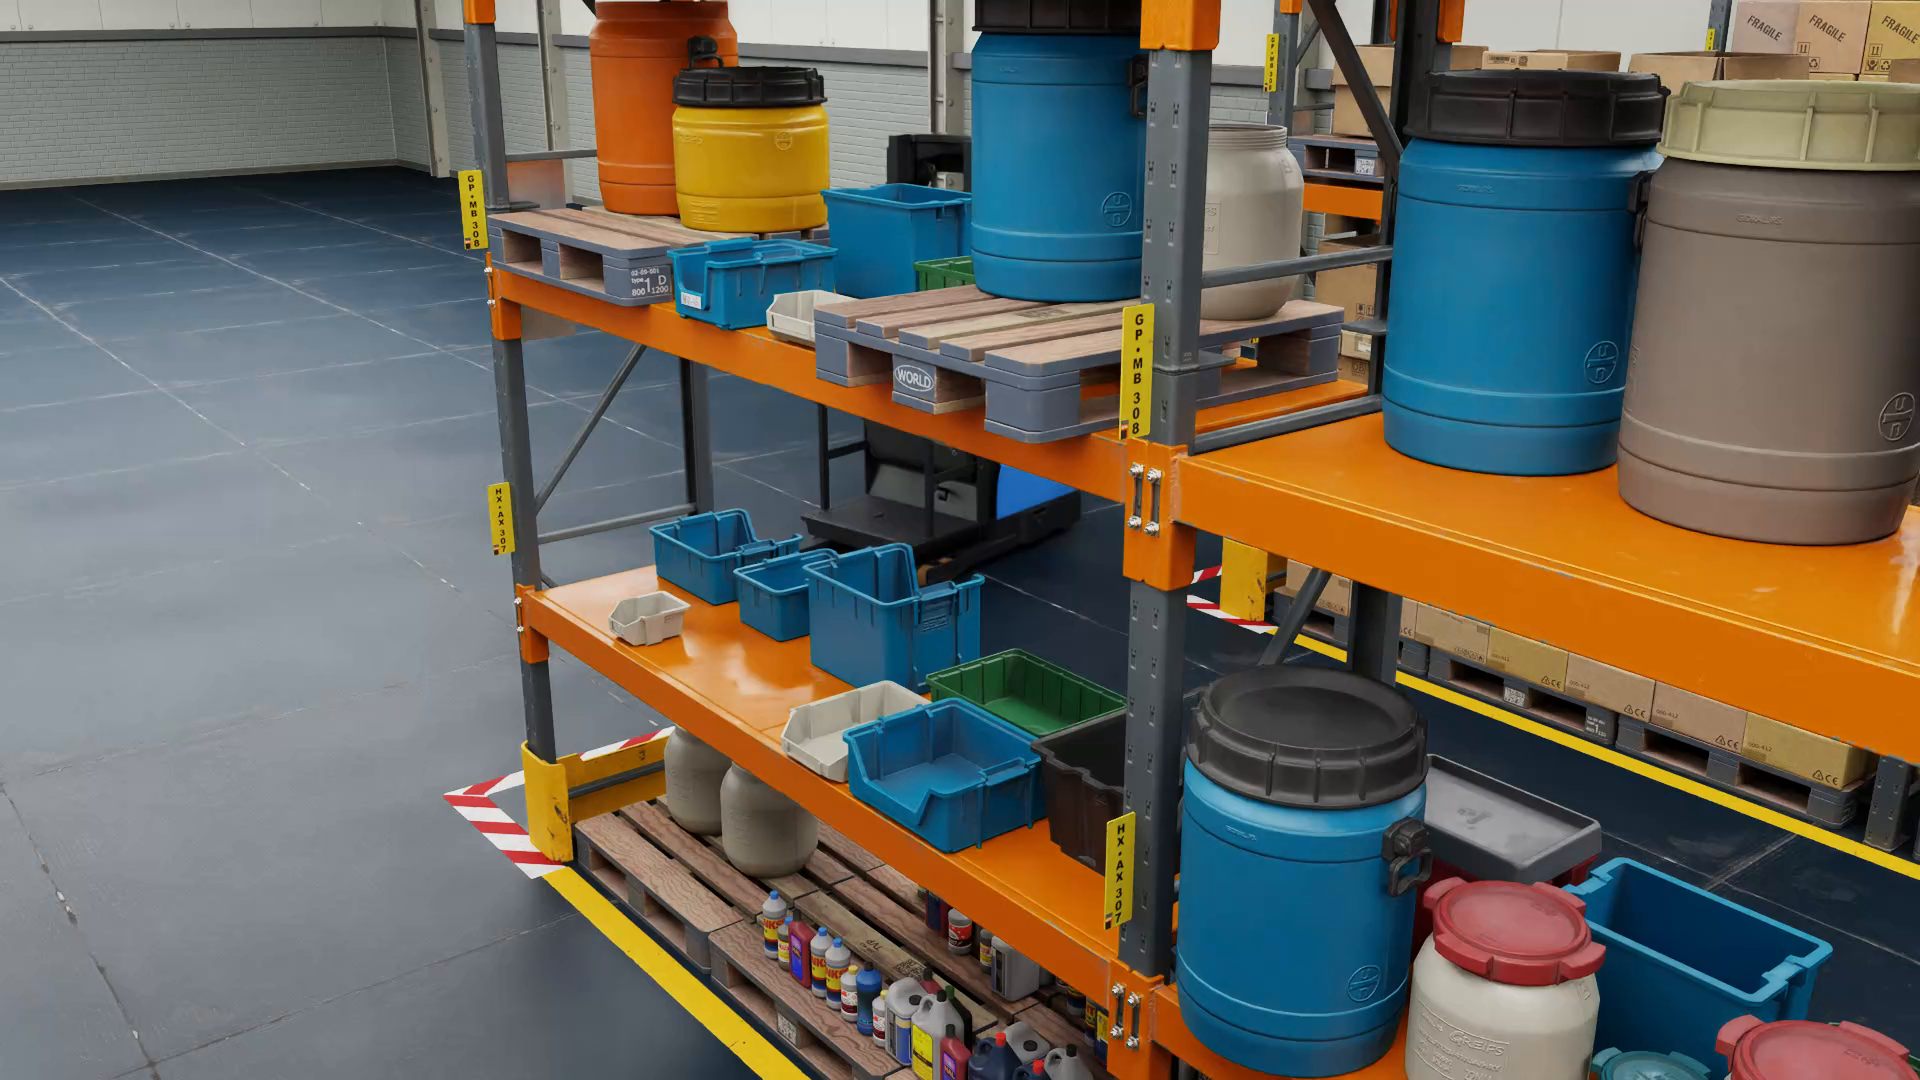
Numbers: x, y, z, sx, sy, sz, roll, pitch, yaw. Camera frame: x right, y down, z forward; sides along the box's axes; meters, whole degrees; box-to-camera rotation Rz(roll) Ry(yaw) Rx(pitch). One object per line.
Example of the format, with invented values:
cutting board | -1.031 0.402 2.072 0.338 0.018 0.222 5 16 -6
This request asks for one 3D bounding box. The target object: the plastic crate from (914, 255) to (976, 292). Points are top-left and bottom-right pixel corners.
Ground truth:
plastic crate | 0.100 -0.849 5.719 0.336 0.188 0.450 -14 23 -36

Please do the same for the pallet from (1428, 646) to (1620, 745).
pallet | 3.529 0.769 9.703 1.003 0.211 1.213 -14 23 -36

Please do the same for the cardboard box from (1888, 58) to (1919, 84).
cardboard box | 4.646 -1.962 7.695 0.500 0.500 0.500 -12 22 -32

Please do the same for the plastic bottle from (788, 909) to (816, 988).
plastic bottle | -0.609 1.578 6.445 0.061 0.283 0.133 -14 23 -35

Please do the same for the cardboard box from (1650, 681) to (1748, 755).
cardboard box | 3.990 0.860 8.700 0.500 0.250 0.500 -14 23 -36

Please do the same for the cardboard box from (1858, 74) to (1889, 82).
cardboard box | 6.792 -3.086 11.948 0.500 0.500 0.500 -13 22 -34

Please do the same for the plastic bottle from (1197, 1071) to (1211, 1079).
plastic bottle | 0.886 1.822 5.840 0.097 0.201 0.097 0 18 0

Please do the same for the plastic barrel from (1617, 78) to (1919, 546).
plastic barrel | 1.759 -0.501 3.535 0.600 0.901 0.600 0 18 0

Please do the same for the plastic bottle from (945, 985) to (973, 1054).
plastic bottle | -0.015 1.741 5.953 0.061 0.283 0.133 -14 23 -36

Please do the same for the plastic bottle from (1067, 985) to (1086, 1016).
plastic bottle | 0.453 1.647 6.256 0.097 0.271 0.097 0 18 0

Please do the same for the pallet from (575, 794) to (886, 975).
pallet | -1.033 1.465 7.601 1.003 0.211 1.213 -14 23 -36

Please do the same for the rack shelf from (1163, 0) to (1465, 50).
rack shelf | 2.108 -0.907 2.567 1.077 0.370 4.000 -14 23 -36

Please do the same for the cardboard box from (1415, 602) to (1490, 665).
cardboard box | 3.050 0.492 9.810 0.500 0.250 0.500 -14 23 -36

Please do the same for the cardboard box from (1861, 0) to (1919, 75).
cardboard box | 6.797 -3.558 11.784 0.500 0.500 0.500 -13 22 -35

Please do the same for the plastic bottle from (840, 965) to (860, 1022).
plastic bottle | -0.399 1.691 6.234 0.097 0.201 0.097 0 18 0

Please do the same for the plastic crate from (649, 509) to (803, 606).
plastic crate | -1.072 0.066 7.627 0.499 0.251 0.616 -14 23 -36

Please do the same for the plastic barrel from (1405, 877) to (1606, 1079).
plastic barrel | 1.289 1.131 3.960 0.433 0.535 0.433 0 18 0

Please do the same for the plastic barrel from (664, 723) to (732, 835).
plastic barrel | -1.148 1.060 7.680 0.421 0.512 0.421 0 18 0

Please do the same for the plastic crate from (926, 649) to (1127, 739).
plastic crate | 0.245 0.627 6.033 0.450 0.188 0.662 -14 23 -36

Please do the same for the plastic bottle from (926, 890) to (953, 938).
plastic bottle | -0.081 1.467 6.782 0.061 0.283 0.133 -14 23 -36

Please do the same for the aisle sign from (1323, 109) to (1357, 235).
aisle sign | 2.458 -2.343 10.530 0.394 0.787 0.004 -14 23 -36

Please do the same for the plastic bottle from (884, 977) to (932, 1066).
plastic bottle | -0.177 1.730 5.998 0.152 0.276 0.135 -13 23 -35

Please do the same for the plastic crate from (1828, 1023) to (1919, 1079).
plastic crate | 2.169 1.391 3.727 0.450 0.188 0.662 -14 23 -36

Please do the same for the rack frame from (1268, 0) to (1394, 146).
rack frame | 2.268 -3.883 9.773 1.000 3.000 0.127 -14 23 -36

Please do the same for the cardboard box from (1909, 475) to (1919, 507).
cardboard box | 4.471 -0.205 8.050 0.700 0.500 0.500 -15 23 -38

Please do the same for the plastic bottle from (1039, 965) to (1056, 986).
plastic bottle | 0.310 1.534 6.472 0.144 0.351 0.185 -14 23 -37

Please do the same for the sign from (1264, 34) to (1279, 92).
sign | 1.829 -2.805 9.772 0.100 0.325 0.005 -14 23 -36

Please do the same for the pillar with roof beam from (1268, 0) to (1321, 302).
pillar with roof beam | 0.162 -5.485 14.612 9.100 9.000 0.400 -14 23 -36

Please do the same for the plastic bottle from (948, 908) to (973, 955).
plastic bottle | 0.002 1.548 6.668 0.097 0.201 0.097 0 18 0

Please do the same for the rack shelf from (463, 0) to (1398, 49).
rack shelf | -0.375 -1.893 5.544 1.077 0.370 4.000 -14 23 -36

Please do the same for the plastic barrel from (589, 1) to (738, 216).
plastic barrel | -1.216 -1.801 6.908 0.600 0.830 0.708 -14 23 -36

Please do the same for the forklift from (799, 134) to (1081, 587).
forklift | -0.416 -1.235 11.431 1.130 2.935 3.031 15 23 38

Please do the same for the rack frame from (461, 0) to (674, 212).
rack frame | -1.617 -2.917 6.856 1.000 3.000 0.127 -14 23 -36

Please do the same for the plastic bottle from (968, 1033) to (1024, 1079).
plastic bottle | 0.122 1.815 5.622 0.144 0.351 0.185 -15 24 -39

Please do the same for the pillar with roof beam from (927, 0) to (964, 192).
pillar with roof beam | -3.564 -6.964 19.077 9.100 9.000 0.400 -14 23 -36

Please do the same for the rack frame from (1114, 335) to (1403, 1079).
rack frame | 0.867 0.916 4.823 1.000 3.000 0.127 -14 23 -36

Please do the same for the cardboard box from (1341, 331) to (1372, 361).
cardboard box | 2.509 -1.187 9.985 0.380 0.149 0.250 -15 23 -37

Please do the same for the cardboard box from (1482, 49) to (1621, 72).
cardboard box | 3.085 -2.310 8.744 0.500 0.500 0.500 -14 23 -36

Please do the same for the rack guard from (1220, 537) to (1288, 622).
rack guard | 2.253 0.146 11.127 1.175 0.500 0.348 -14 23 -36

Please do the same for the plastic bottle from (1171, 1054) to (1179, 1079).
plastic bottle | 0.707 1.780 5.837 0.061 0.283 0.133 -14 23 -36

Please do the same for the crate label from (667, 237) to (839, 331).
crate label | -0.714 -0.897 5.764 0.502 0.251 0.408 -14 23 -36

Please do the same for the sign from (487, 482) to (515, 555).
sign | -2.051 -0.094 7.435 0.100 0.325 0.005 -14 23 -36
